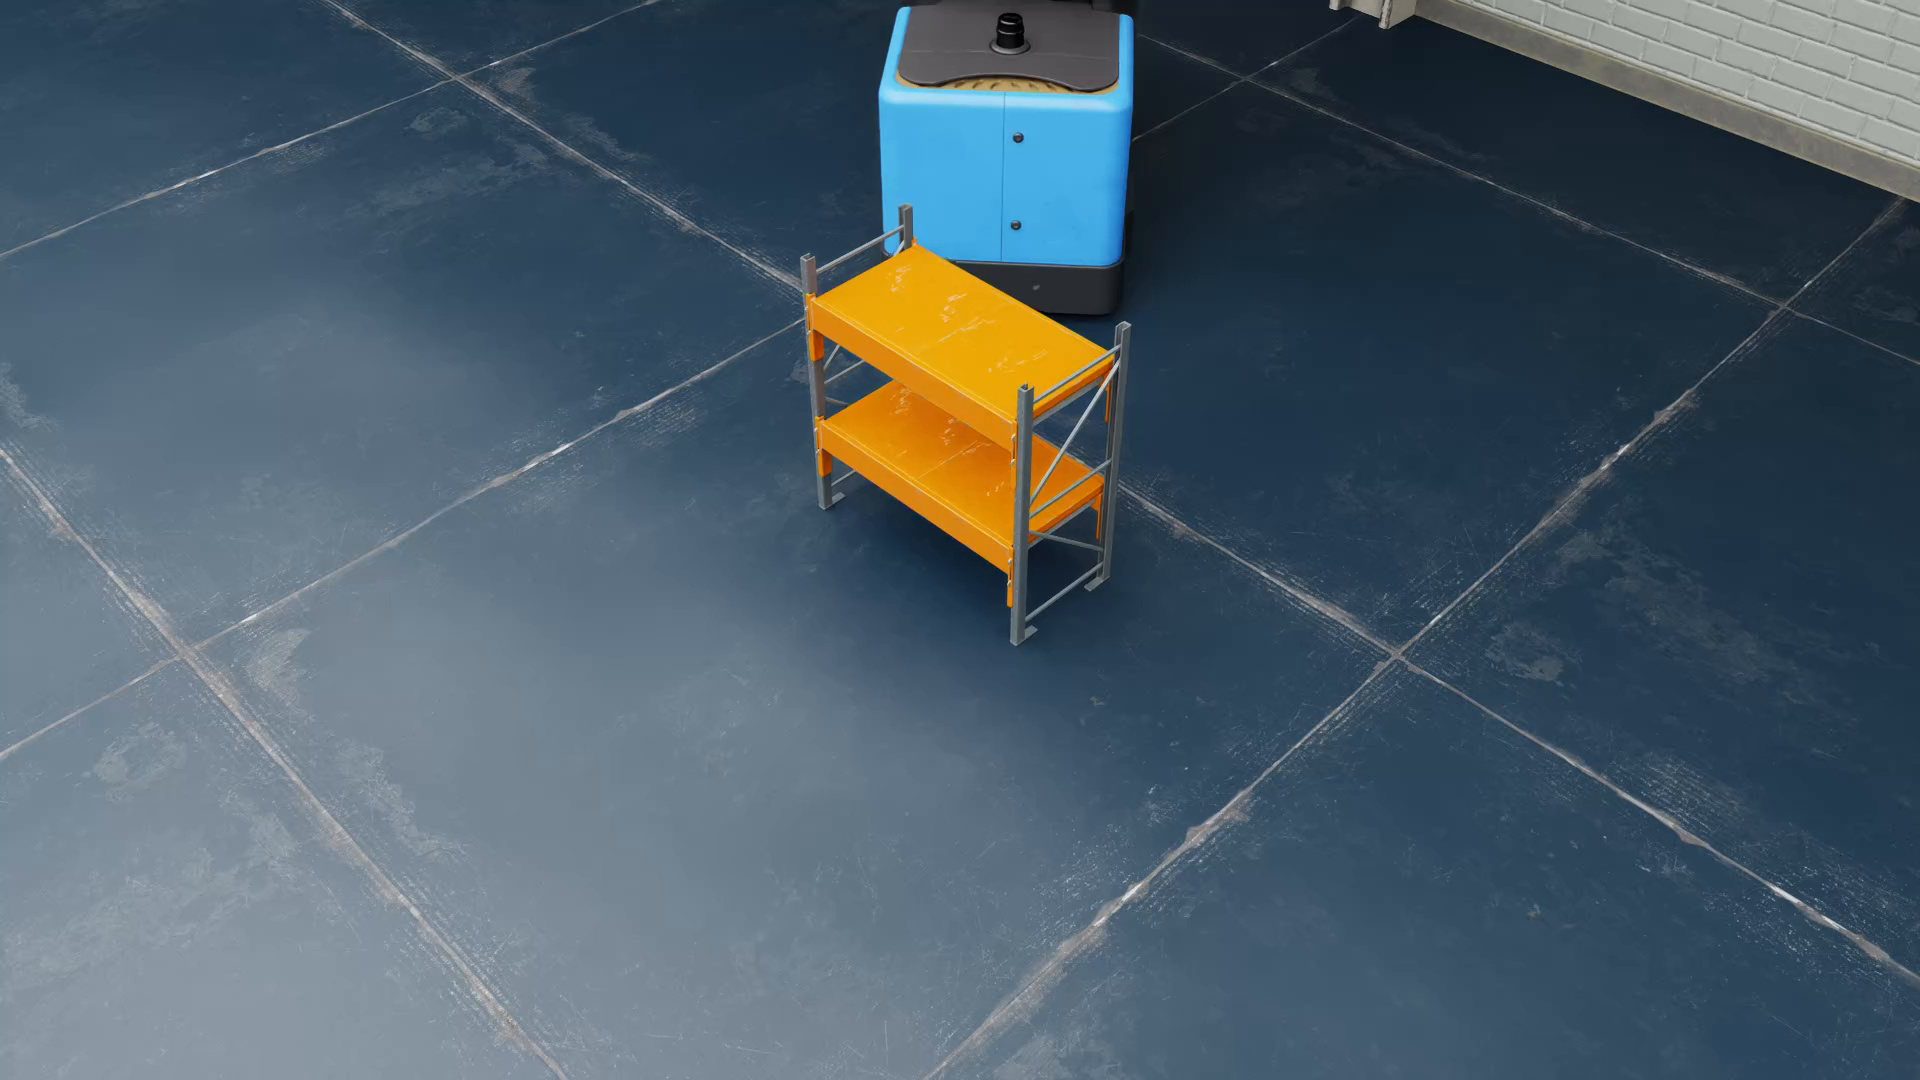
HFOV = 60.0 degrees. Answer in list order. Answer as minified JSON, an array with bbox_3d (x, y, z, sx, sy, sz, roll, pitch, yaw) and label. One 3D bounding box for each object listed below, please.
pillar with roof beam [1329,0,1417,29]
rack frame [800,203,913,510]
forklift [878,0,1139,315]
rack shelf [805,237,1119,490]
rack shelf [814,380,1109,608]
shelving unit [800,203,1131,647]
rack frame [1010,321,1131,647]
[{"bbox_3d":[-0.679,-4.285,4.257,9.100,9.000,0.400,-34,53,-31],"label":"pillar with roof beam"},{"bbox_3d":[-0.354,-0.654,6.129,0.500,1.125,0.032,-34,53,-31],"label":"rack frame"},{"bbox_3d":[0.291,-3.044,7.385,1.130,2.935,3.031,3,43,3],"label":"forklift"},{"bbox_3d":[0.005,-0.625,5.666,0.538,0.278,1.000,-34,53,-31],"label":"rack shelf"},{"bbox_3d":[0.005,-0.230,6.031,0.538,0.278,1.000,-34,53,-31],"label":"rack shelf"},{"bbox_3d":[0.005,-0.410,5.865,0.538,1.125,1.048,-34,53,-31],"label":"shelving unit"},{"bbox_3d":[0.364,-0.166,5.600,0.500,1.125,0.032,-34,53,-31],"label":"rack frame"}]
